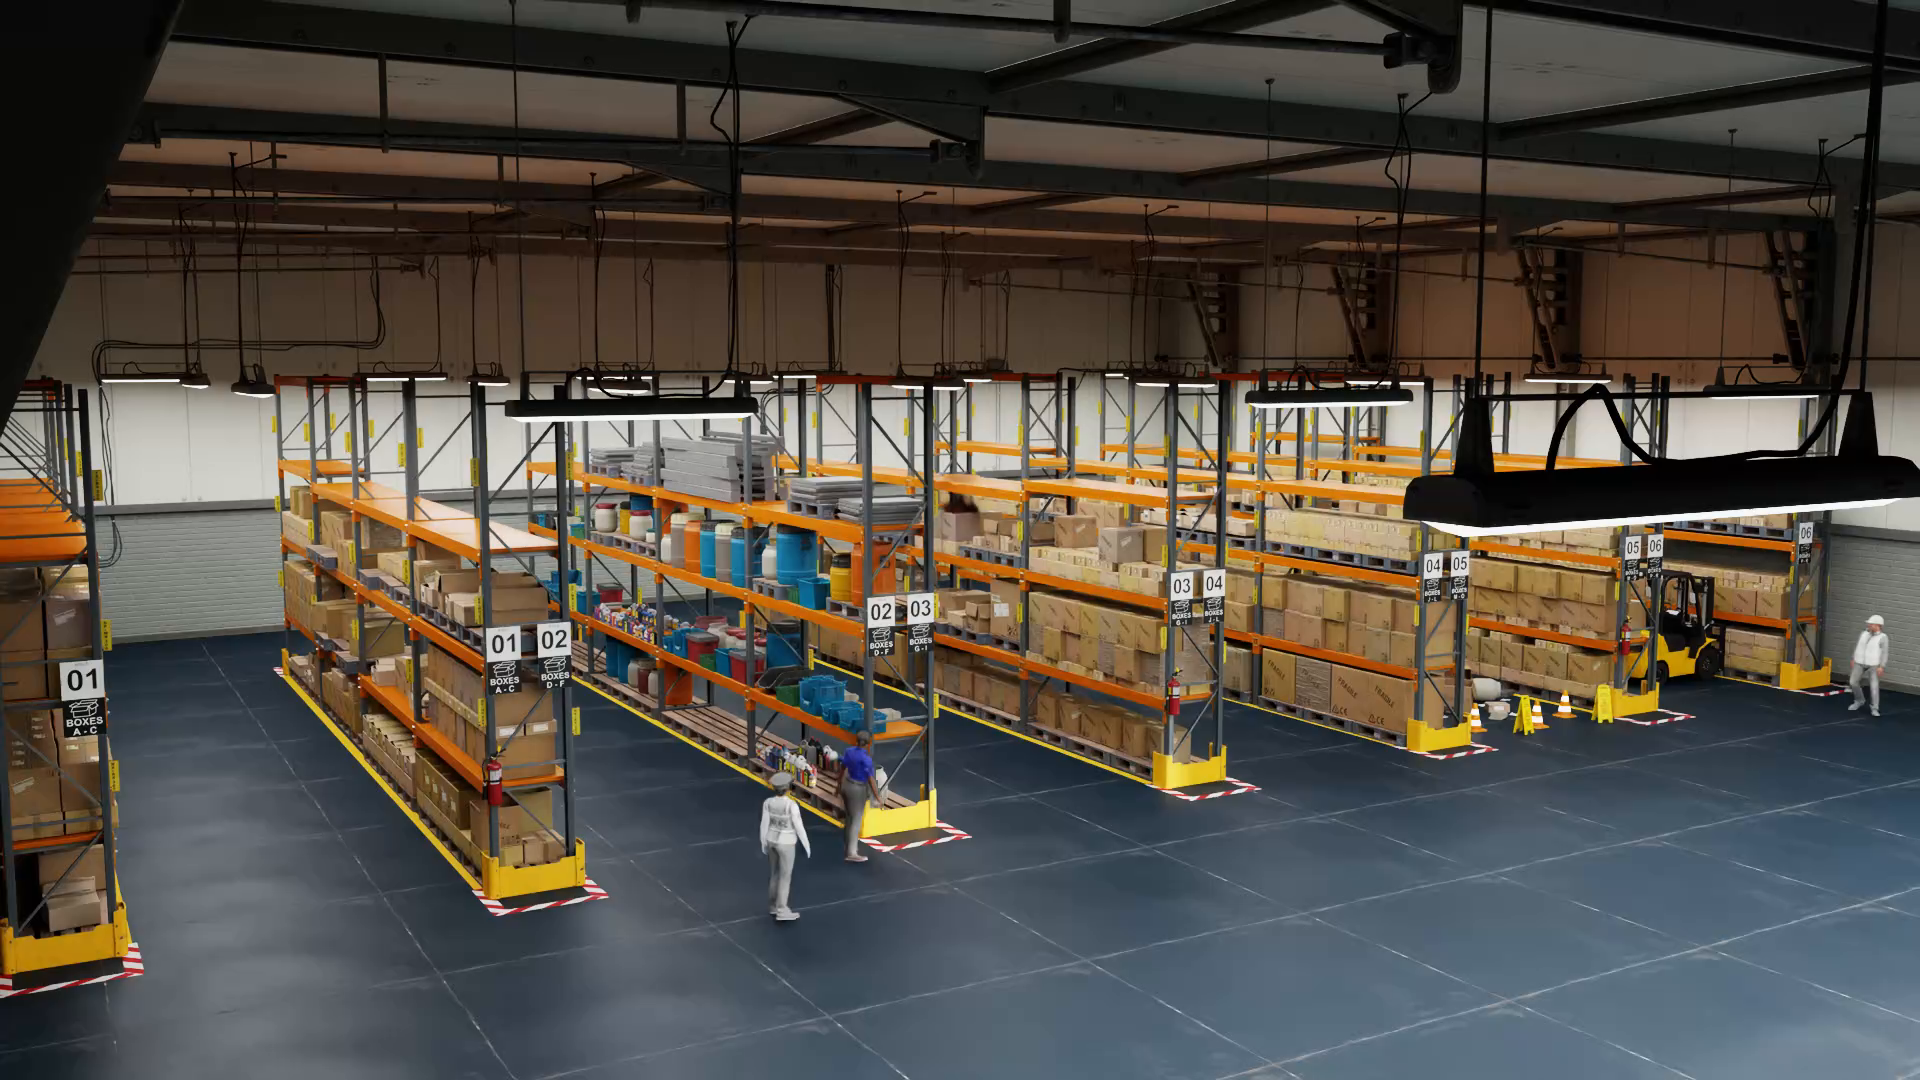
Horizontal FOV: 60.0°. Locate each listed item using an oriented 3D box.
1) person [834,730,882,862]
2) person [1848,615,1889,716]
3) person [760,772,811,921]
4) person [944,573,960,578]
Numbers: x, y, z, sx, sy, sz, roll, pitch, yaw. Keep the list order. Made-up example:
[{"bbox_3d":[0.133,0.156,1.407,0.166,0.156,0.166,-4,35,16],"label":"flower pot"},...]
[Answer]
[{"bbox_3d":[-1.333,3.232,21.133,0.506,1.684,0.634,-4,8,-34],"label":"person"},{"bbox_3d":[16.179,2.216,29.593,0.442,1.782,0.619,-6,8,-42],"label":"person"},{"bbox_3d":[-1.980,3.455,18.778,0.538,1.696,0.436,6,9,44],"label":"person"},{"bbox_3d":[-0.137,0.811,42.889,0.431,1.727,0.555,6,8,43],"label":"person"}]
